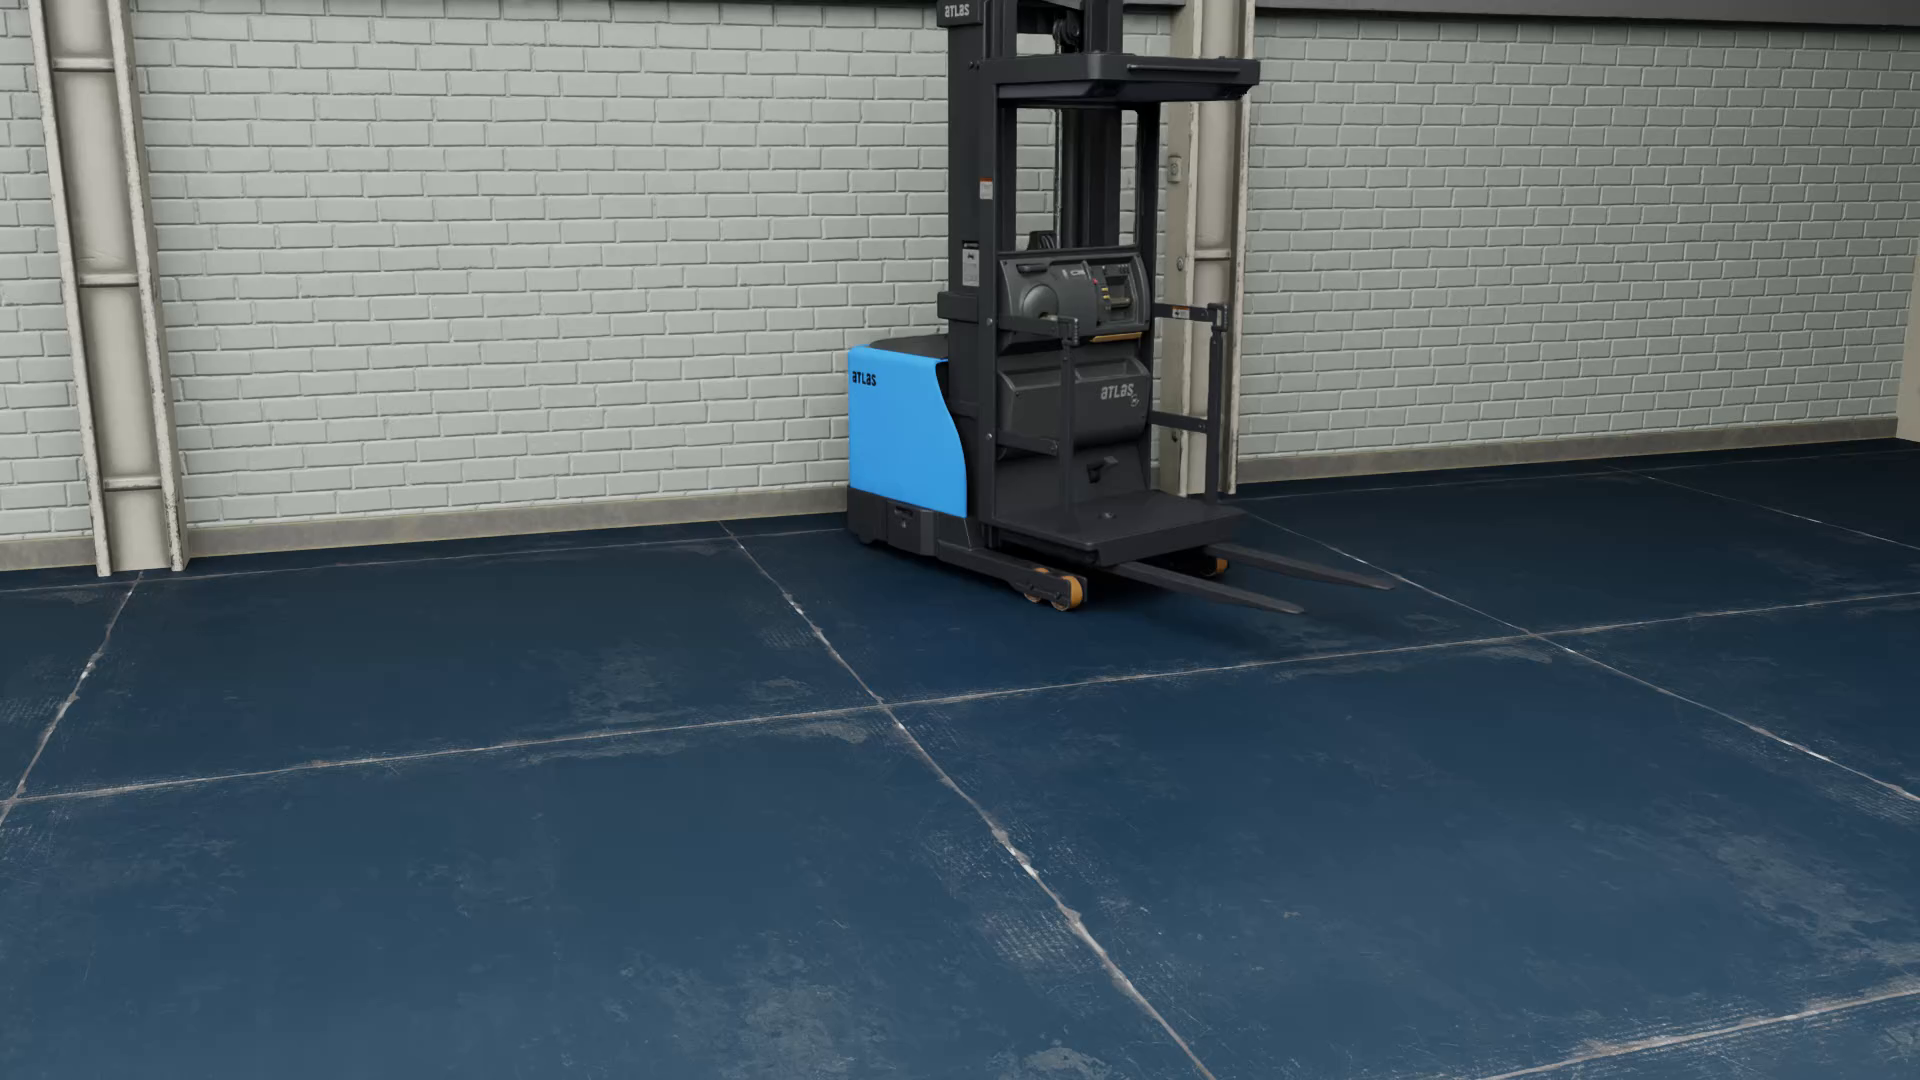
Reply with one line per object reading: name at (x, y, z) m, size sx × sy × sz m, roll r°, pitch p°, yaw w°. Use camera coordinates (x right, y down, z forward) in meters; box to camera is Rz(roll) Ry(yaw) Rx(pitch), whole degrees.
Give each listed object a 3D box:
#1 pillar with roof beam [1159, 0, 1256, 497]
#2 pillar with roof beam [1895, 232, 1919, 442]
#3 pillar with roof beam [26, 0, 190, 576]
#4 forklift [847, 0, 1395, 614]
pillar with roof beam at (2.859, -3.741, 5.424) m, size 0.400 × 9.000 × 9.100 m, roll -4°, pitch 14°, yaw -18°
pillar with roof beam at (8.545, -4.184, 7.286) m, size 0.400 × 9.000 × 9.100 m, roll -4°, pitch 14°, yaw -18°
pillar with roof beam at (-2.828, -3.298, 3.562) m, size 0.400 × 9.000 × 9.100 m, roll -4°, pitch 14°, yaw -18°
forklift at (0.704, -1.226, 7.962) m, size 1.130 × 2.935 × 3.031 m, roll -11°, pitch 17°, yaw -38°
